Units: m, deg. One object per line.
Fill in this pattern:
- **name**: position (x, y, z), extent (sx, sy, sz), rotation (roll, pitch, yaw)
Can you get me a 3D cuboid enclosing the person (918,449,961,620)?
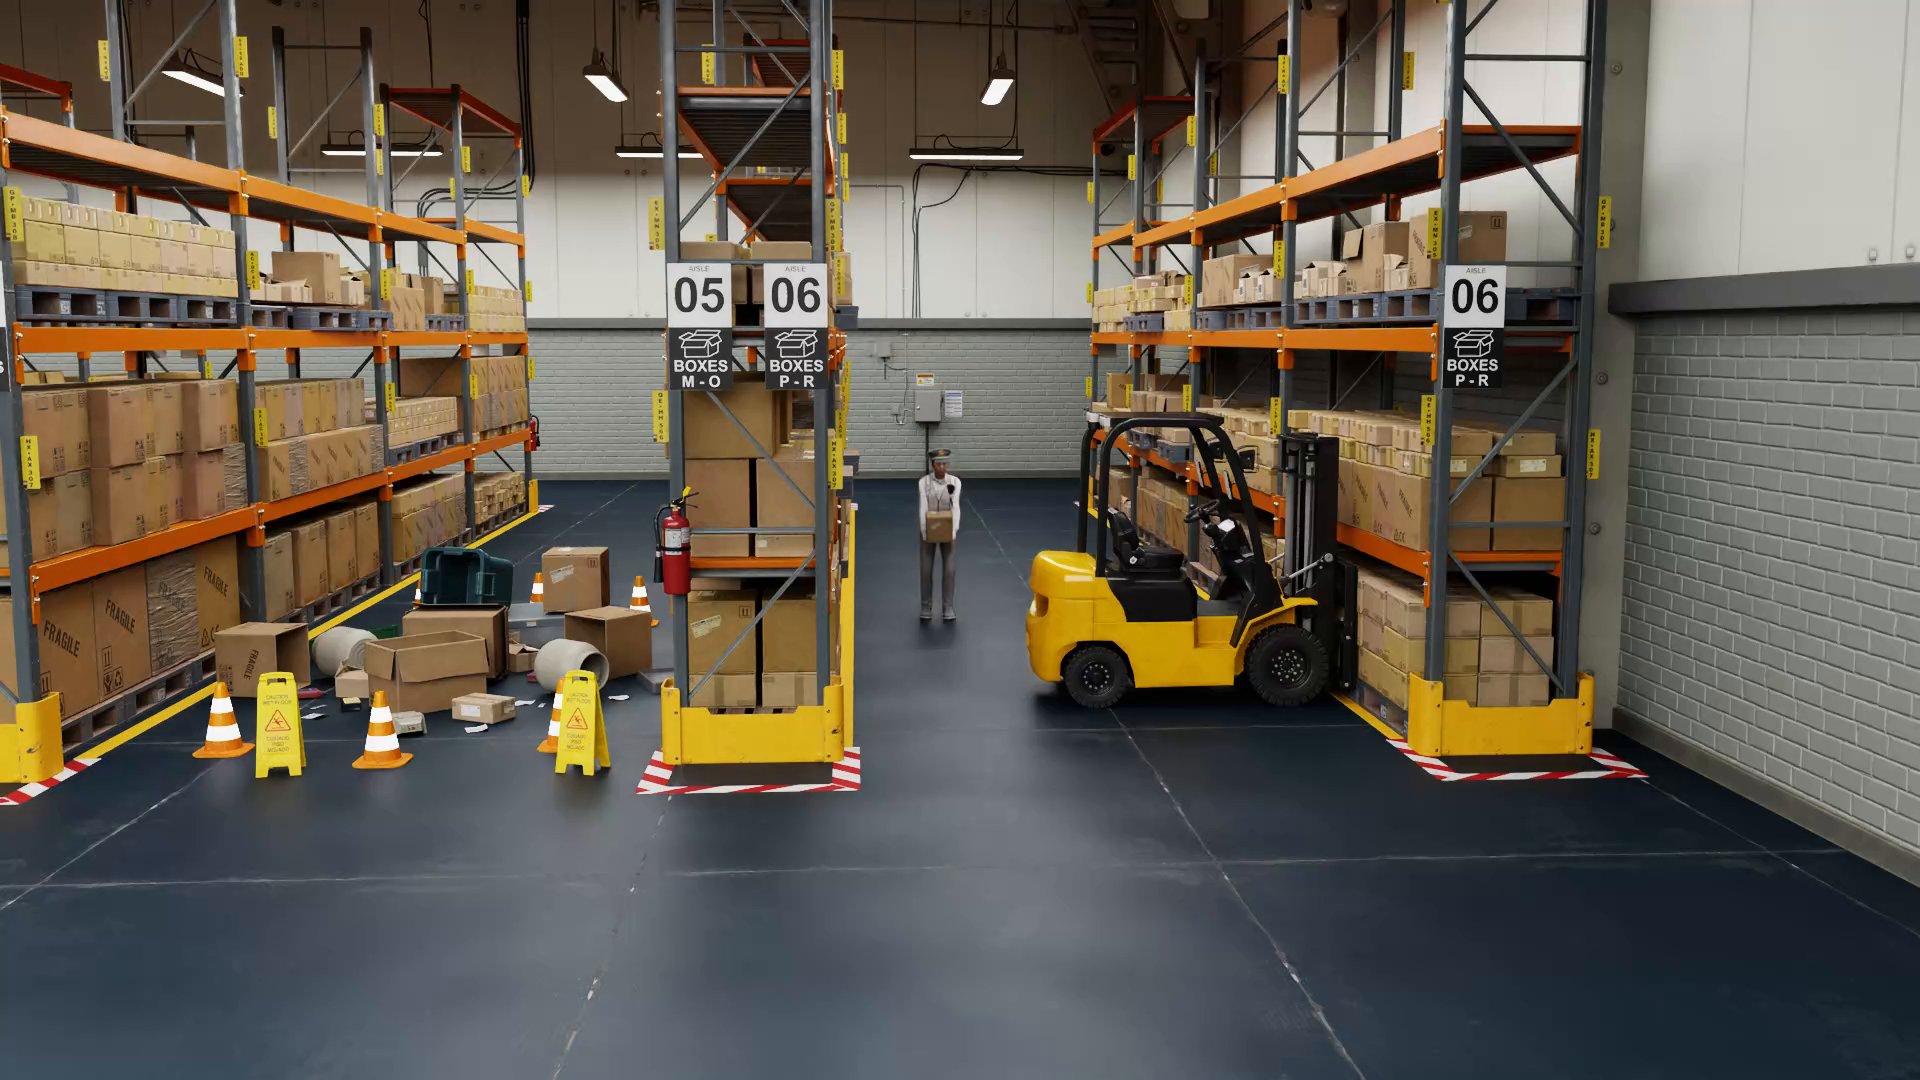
- **person**: position (-0.196, -0.059, 16.224), extent (0.416, 1.674, 0.535), rotation (0, 7, -3)
